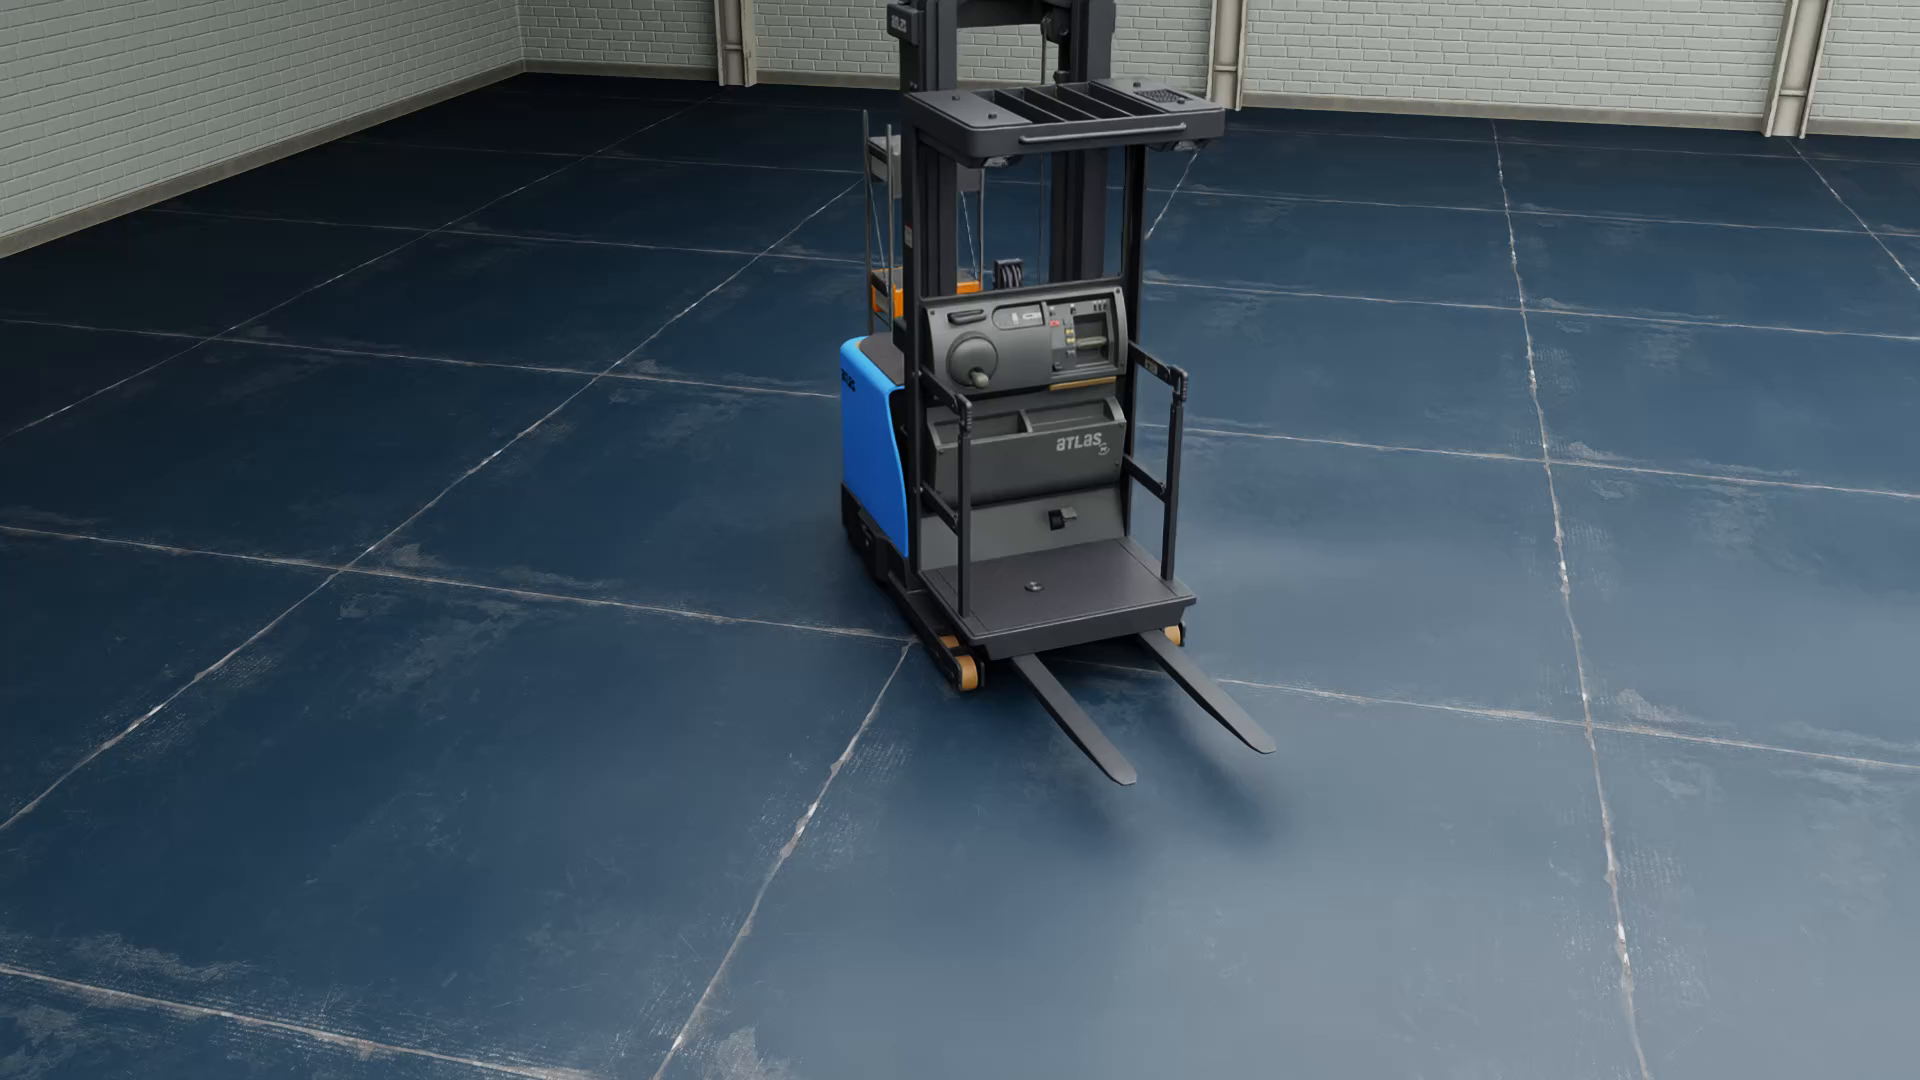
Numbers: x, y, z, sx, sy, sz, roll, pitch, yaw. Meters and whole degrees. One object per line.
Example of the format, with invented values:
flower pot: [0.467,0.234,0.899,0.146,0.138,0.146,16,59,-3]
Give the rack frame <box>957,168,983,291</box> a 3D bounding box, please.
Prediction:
rack frame: [0.039,-1.234,8.898,0.015,2.100,0.400,-9,27,-19]

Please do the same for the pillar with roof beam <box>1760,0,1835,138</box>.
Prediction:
pillar with roof beam: [7.798,-6.646,12.241,0.400,9.000,9.100,6,26,13]

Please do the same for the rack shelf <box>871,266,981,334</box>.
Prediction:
rack shelf: [-0.188,-1.184,8.825,0.480,0.518,0.431,-9,27,-19]

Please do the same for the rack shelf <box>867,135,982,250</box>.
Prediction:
rack shelf: [-0.188,-1.816,8.524,0.480,0.518,0.431,-9,27,-19]

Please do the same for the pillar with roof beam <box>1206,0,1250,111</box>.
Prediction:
pillar with roof beam: [1.987,-7.289,13.591,0.400,9.000,9.100,6,26,13]

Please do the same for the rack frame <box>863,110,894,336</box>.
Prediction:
rack frame: [-0.416,-1.158,8.740,0.015,2.100,0.400,-9,27,-19]

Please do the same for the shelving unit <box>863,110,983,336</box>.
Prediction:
shelving unit: [-0.188,-1.196,8.819,0.503,2.100,0.431,-9,27,-19]

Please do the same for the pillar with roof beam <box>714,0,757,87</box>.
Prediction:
pillar with roof beam: [-3.824,-7.931,14.940,0.400,9.000,9.100,6,26,13]

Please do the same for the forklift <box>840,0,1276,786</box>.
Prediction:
forklift: [0.382,-0.854,7.135,1.130,2.935,3.031,-9,27,-19]
